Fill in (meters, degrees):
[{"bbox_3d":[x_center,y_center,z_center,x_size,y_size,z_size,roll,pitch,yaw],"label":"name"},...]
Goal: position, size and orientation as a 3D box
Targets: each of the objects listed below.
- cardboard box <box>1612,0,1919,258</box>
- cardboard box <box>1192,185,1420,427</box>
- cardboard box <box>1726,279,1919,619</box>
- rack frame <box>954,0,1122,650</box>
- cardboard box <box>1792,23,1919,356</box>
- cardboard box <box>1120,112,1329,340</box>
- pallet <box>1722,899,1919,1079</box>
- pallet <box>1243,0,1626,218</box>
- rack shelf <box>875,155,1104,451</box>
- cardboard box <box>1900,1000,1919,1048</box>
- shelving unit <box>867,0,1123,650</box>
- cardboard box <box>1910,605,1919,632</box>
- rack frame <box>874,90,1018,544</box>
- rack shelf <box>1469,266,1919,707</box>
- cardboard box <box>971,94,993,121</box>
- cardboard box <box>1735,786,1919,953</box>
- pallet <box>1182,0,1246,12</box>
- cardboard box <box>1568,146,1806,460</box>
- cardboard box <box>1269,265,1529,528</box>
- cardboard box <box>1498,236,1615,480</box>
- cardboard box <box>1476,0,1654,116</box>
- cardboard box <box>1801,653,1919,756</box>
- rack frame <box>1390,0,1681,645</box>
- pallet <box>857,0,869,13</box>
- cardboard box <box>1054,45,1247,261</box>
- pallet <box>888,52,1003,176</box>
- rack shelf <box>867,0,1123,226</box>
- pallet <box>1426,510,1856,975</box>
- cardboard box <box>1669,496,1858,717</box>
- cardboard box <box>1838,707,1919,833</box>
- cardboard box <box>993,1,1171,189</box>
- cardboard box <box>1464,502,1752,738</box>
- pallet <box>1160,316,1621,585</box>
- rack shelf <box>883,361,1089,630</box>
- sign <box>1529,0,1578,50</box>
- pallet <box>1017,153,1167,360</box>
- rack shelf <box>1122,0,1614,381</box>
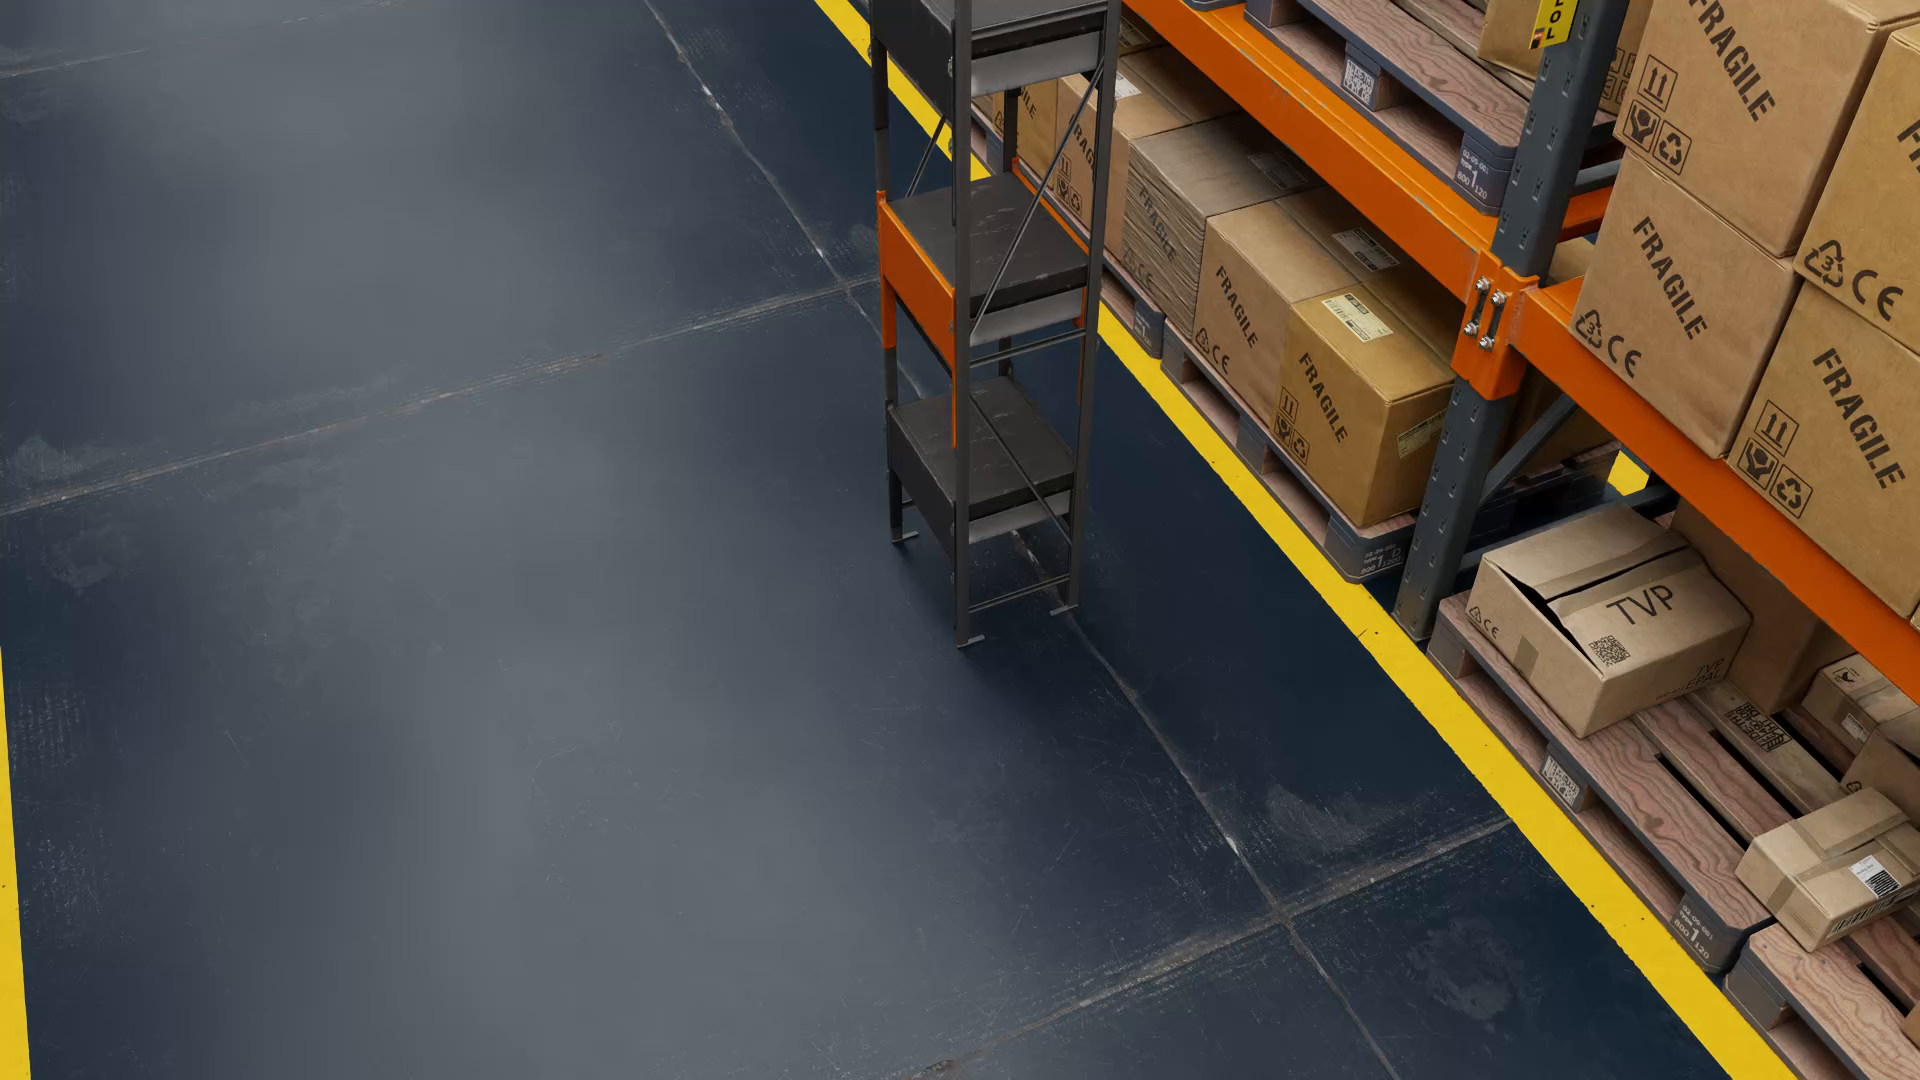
[{"bbox_3d":[1.721,-0.952,3.296,0.500,0.500,0.500,-17,47,-16],"label":"cardboard box"},{"bbox_3d":[1.110,-0.758,5.349,0.500,0.500,0.500,-18,47,-17],"label":"cardboard box"},{"bbox_3d":[1.963,-0.249,3.296,0.500,0.500,0.500,-17,47,-17],"label":"cardboard box"},{"bbox_3d":[0.172,-0.486,4.248,0.400,2.100,0.015,-18,47,-17],"label":"rack frame"},{"bbox_3d":[1.938,-0.624,2.963,0.500,0.500,0.500,-19,48,-19],"label":"cardboard box"},{"bbox_3d":[0.900,-1.078,5.673,0.500,0.500,0.500,-17,47,-17],"label":"cardboard box"},{"bbox_3d":[2.583,1.265,3.818,1.003,0.211,1.213,-18,47,-17],"label":"pallet"},{"bbox_3d":[1.541,-1.417,4.687,1.003,0.211,1.213,-18,47,-17],"label":"pallet"},{"bbox_3d":[0.070,-0.632,4.415,0.431,0.518,0.480,-18,47,-17],"label":"rack shelf"},{"bbox_3d":[2.573,0.984,3.582,0.797,0.503,0.637,-18,47,-17],"label":"cardboard box"},{"bbox_3d":[0.070,-0.642,4.406,0.431,2.100,0.503,-18,47,-17],"label":"shelving unit"},{"bbox_3d":[2.172,0.070,2.972,0.500,0.500,0.500,-18,47,-18],"label":"cardboard box"},{"bbox_3d":[-0.033,-0.797,4.563,0.400,2.100,0.015,-18,47,-17],"label":"rack frame"},{"bbox_3d":[2.619,0.586,3.032,1.077,0.370,4.000,-18,47,-17],"label":"rack shelf"},{"bbox_3d":[0.253,-2.054,6.662,0.500,0.500,0.500,-20,48,-19],"label":"cardboard box"},{"bbox_3d":[2.131,0.787,4.020,0.380,0.166,0.250,-18,47,-17],"label":"cardboard box"},{"bbox_3d":[0.918,-2.187,5.467,1.003,0.211,1.213,-18,47,-17],"label":"pallet"},{"bbox_3d":[1.745,-0.575,3.625,0.500,0.500,0.500,-17,47,-16],"label":"cardboard box"},{"bbox_3d":[1.310,-0.441,5.028,0.500,0.500,0.500,-18,47,-18],"label":"cardboard box"},{"bbox_3d":[1.796,-0.591,5.180,0.500,0.500,0.500,-20,48,-19],"label":"cardboard box"},{"bbox_3d":[1.782,-1.497,4.262,0.700,0.500,0.500,-34,54,-30],"label":"cardboard box"},{"bbox_3d":[2.487,0.415,4.411,0.380,0.149,0.250,-18,47,-17],"label":"cardboard box"},{"bbox_3d":[1.778,-0.944,4.071,1.000,3.000,0.127,-18,47,-17],"label":"rack frame"},{"bbox_3d":[-0.215,-3.037,8.177,1.003,0.211,1.213,-18,47,-17],"label":"pallet"},{"bbox_3d":[0.684,-1.401,6.001,0.500,0.500,0.500,-20,48,-19],"label":"cardboard box"},{"bbox_3d":[0.376,-2.014,7.141,1.003,0.211,1.213,-18,47,-17],"label":"pallet"},{"bbox_3d":[0.070,-1.130,3.924,0.431,0.518,0.480,-18,47,-17],"label":"rack shelf"},{"bbox_3d":[2.066,0.486,4.607,1.003,0.211,1.213,-18,47,-17],"label":"pallet"},{"bbox_3d":[2.275,0.068,4.512,0.500,0.500,0.500,-18,47,-17],"label":"cardboard box"},{"bbox_3d":[2.590,0.614,4.094,0.500,0.311,0.500,-18,47,-17],"label":"cardboard box"},{"bbox_3d":[0.460,-1.733,6.337,0.500,0.500,0.500,-19,48,-18],"label":"cardboard box"},{"bbox_3d":[1.758,0.188,4.525,0.500,0.311,0.500,-18,47,-17],"label":"cardboard box"},{"bbox_3d":[1.402,-0.459,5.565,1.003,0.211,1.213,-18,47,-17],"label":"pallet"},{"bbox_3d":[0.070,-0.134,4.907,0.431,0.518,0.480,-18,47,-17],"label":"rack shelf"},{"bbox_3d":[1.276,-1.190,3.496,0.100,0.325,0.005,-18,47,-17],"label":"sign"},{"bbox_3d":[0.885,-1.237,6.354,1.003,0.211,1.213,-18,47,-17],"label":"pallet"},{"bbox_3d":[0.937,-1.963,5.616,1.077,0.370,4.000,-18,47,-17],"label":"rack shelf"}]
